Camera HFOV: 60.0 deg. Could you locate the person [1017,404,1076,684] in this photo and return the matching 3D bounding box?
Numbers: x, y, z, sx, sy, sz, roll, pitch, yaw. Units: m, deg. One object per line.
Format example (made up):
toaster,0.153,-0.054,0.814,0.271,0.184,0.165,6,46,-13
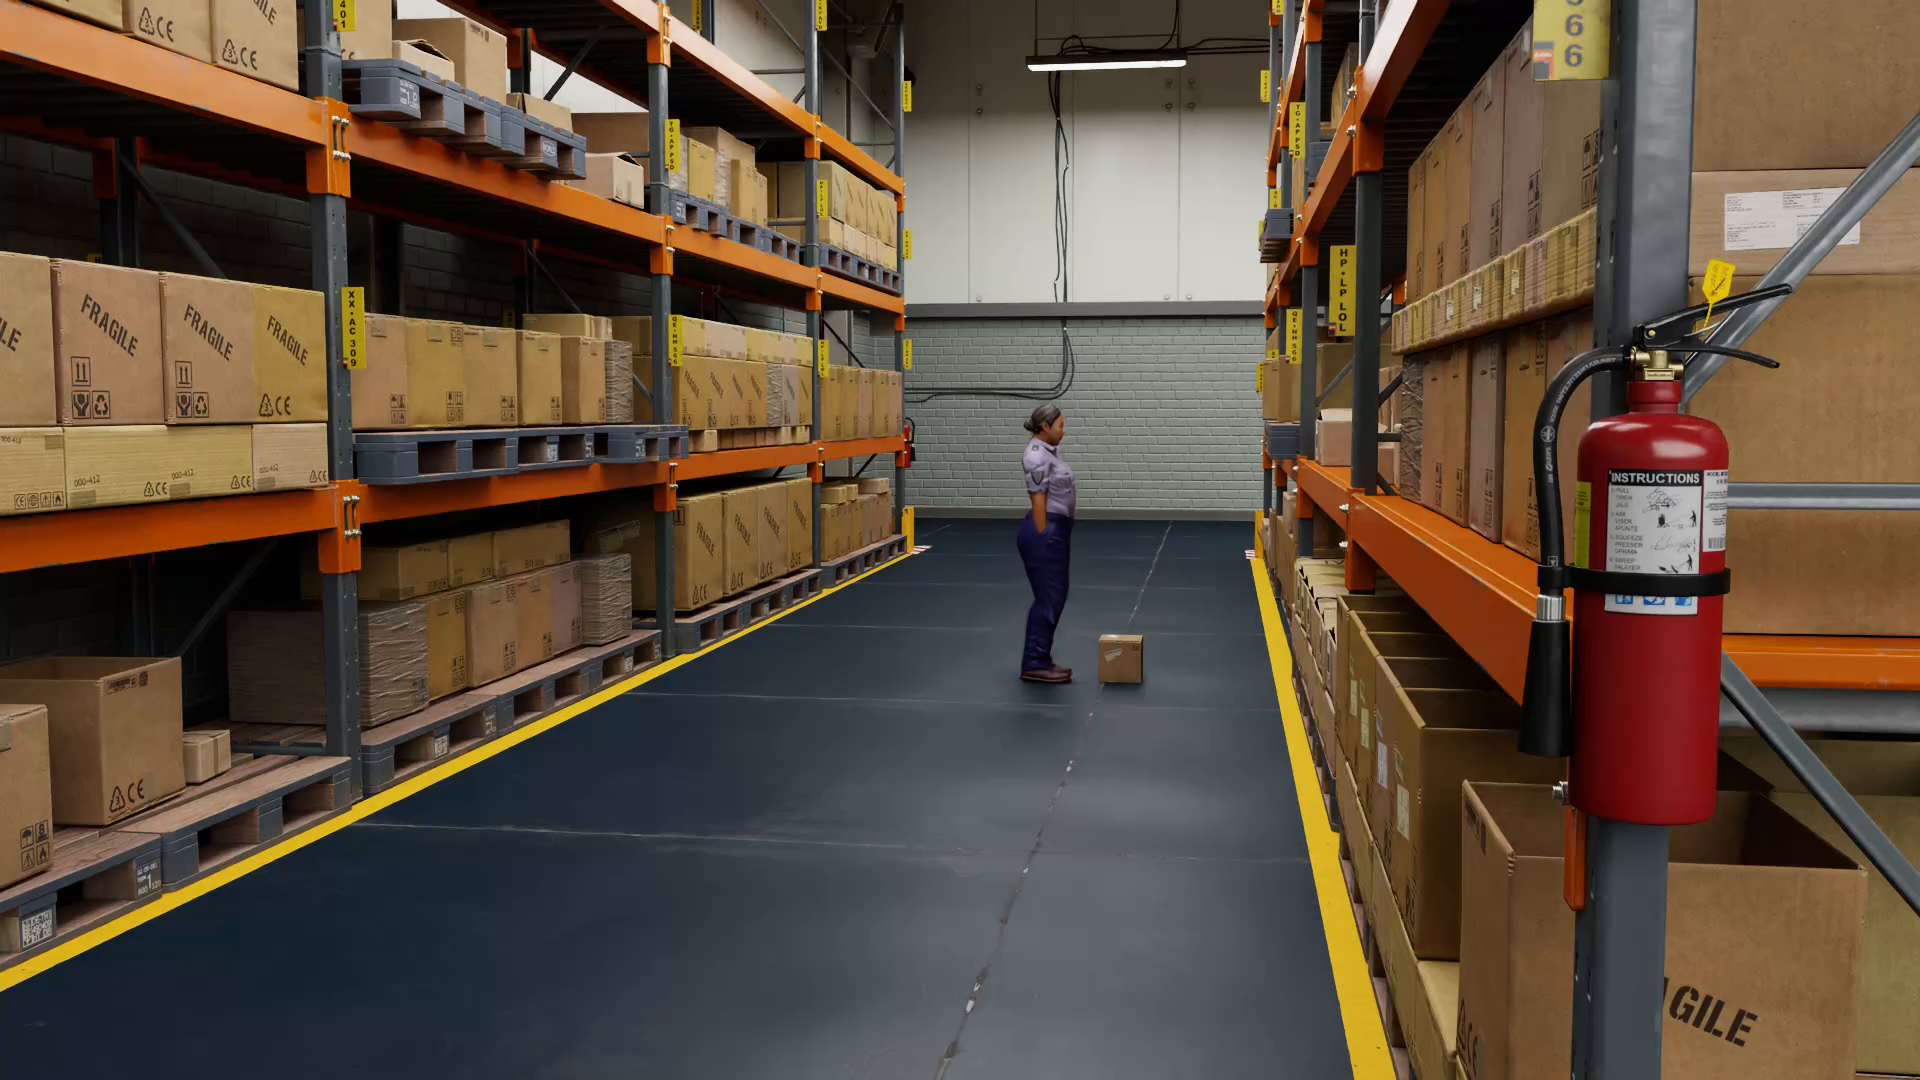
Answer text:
person,0.522,0.011,9.924,0.342,1.646,0.470,1,5,9
